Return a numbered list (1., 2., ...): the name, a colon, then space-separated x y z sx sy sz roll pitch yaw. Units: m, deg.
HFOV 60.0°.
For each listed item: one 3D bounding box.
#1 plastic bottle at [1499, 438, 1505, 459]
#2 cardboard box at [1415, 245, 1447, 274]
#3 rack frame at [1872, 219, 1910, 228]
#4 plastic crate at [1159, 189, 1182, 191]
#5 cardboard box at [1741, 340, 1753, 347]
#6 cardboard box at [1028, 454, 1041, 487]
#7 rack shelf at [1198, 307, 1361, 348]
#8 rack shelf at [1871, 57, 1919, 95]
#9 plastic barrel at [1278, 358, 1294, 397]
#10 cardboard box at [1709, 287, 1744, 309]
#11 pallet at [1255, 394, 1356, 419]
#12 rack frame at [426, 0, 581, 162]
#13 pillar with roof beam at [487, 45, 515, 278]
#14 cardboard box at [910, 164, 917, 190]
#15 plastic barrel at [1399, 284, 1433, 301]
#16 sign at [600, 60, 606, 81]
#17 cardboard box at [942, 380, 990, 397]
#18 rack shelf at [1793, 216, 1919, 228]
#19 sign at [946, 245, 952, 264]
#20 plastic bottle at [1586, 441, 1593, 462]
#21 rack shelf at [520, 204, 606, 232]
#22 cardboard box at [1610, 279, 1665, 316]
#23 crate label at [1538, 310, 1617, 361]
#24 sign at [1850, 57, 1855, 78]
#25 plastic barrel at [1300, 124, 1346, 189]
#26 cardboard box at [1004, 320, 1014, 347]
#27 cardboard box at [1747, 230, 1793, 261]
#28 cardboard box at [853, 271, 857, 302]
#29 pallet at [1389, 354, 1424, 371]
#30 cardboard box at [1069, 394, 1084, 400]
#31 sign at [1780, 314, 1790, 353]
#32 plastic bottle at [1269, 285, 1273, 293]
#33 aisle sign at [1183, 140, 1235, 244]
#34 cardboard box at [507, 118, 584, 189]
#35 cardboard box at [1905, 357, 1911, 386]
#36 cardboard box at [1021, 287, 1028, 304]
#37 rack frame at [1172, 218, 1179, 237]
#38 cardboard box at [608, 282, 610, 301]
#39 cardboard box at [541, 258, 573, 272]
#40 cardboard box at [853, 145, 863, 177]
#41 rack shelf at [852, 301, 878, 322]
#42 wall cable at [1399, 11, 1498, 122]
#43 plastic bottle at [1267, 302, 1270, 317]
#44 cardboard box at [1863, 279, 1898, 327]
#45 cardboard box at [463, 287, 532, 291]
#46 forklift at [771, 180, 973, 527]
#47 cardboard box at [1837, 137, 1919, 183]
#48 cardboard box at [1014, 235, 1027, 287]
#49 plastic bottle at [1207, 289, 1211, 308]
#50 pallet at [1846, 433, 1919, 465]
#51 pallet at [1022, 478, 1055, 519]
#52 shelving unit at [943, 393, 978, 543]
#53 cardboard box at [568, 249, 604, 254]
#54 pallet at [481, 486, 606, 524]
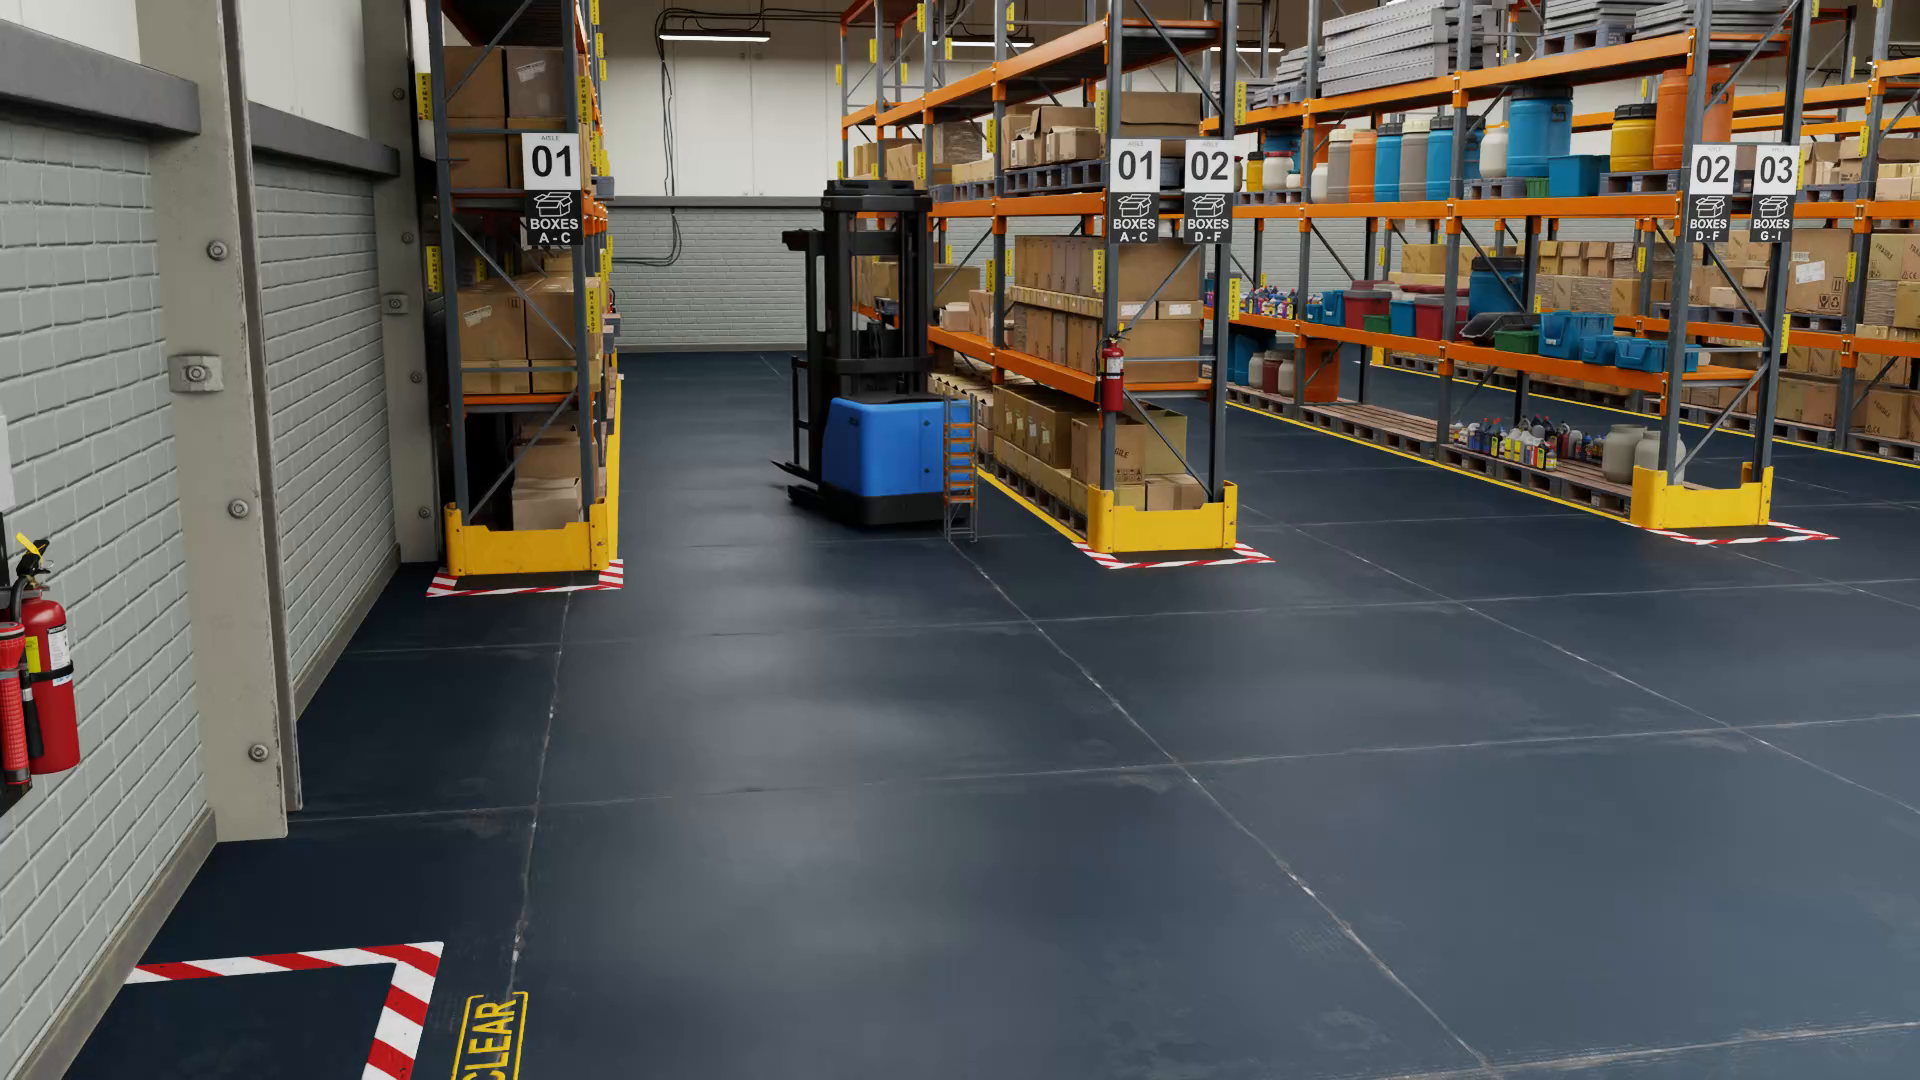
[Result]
1. plastic bottle: 5.522 -0.930 16.866 0.097 0.201 0.097 0 11 0
2. cardboard box: 8.260 -4.876 28.893 0.500 0.500 0.500 -2 11 -13
3. rack frame: 17.948 -5.080 32.365 1.000 3.000 0.127 -2 11 -11
4. plastic crate: 3.396 -5.692 27.725 0.504 0.338 0.767 -2 11 -11
5. cardboard box: 13.477 -3.347 28.170 0.380 0.149 0.250 -2 11 -10
6. cardboard box: 0.924 -0.643 15.286 0.500 0.250 0.500 -2 11 -11
7. rack shelf: 4.536 -3.086 23.810 1.077 0.370 4.000 -2 11 -11
8. rack shelf: 10.950 -4.744 16.487 1.077 0.370 4.000 -2 11 -11
9. plastic barrel: 4.615 -2.246 23.004 0.421 0.512 0.421 0 11 0
10. cardboard box: 9.884 -3.069 21.078 0.500 0.250 0.500 -2 11 -13
11. pallet: 4.731 -1.846 22.828 1.003 0.211 1.213 -2 11 -11
12. rack frame: -3.237 -4.192 11.653 1.000 3.000 0.127 -2 11 -11
13. pillar with roof beam: -2.333 -6.646 24.548 9.100 9.000 0.400 -2 11 -11
14. cardboard box: -0.152 -4.588 21.489 0.910 0.500 0.500 -2 11 -11
15. plastic barrel: 5.505 -2.803 20.036 0.433 0.535 0.433 0 11 0
16. sign: -5.814 -7.641 27.066 0.100 0.325 0.005 -2 11 -11
17. cardboard box: 0.086 -1.728 19.481 0.500 0.311 0.500 -2 11 -13
18. rack shelf: 14.279 -4.901 25.327 1.077 0.370 4.000 -2 11 -11
19. sign: -0.169 -4.216 24.729 0.100 0.325 0.005 -2 11 -11
20. plastic bottle: 6.328 -0.890 16.656 0.097 0.201 0.097 0 11 0
21. rack shelf: -5.182 -4.199 21.637 1.077 0.370 4.000 -2 11 -11
22. cardboard box: 9.444 -3.383 23.181 0.500 0.500 0.500 -2 11 -9
23. crate label: 5.857 -1.950 15.826 0.502 0.435 0.616 -2 11 -11
24. sign: 14.433 -7.653 26.915 0.100 0.325 0.005 -2 11 -11
25. plastic barrel: 4.817 -5.067 22.004 0.600 0.830 0.708 -2 11 -11
26. cardboard box: 0.705 -2.174 17.499 0.500 0.250 0.500 -1 11 -7
27. cardboard box: 13.533 -4.911 27.738 0.500 0.500 0.500 -3 11 -13
28. cardboard box: -1.463 -4.132 27.114 0.500 0.500 0.500 -2 11 -11
29. pallet: 8.459 -3.206 29.976 1.003 0.211 1.213 -2 11 -11
30. cardboard box: 1.335 -1.122 15.796 0.500 0.500 0.500 -2 11 -11
31. sign: 7.021 -1.760 14.182 0.100 0.325 0.005 -2 11 -11
32. plastic bottle: 4.647 -3.625 24.852 0.144 0.351 0.185 -2 11 -11
33. aisle sign: 1.934 -2.702 12.916 0.394 0.787 0.004 -2 11 -11
34. cardboard box: -3.057 -2.848 12.293 0.500 0.500 0.500 -2 11 -10
35. cardboard box: 14.284 -2.504 24.391 0.500 0.500 0.500 -2 11 -11
36. cardboard box: 0.806 -2.377 16.162 0.380 0.149 0.250 -2 11 -13
37. rack frame: 3.369 -4.540 29.525 1.000 3.000 0.127 -2 11 -11
38. cardboard box: -6.240 -4.233 27.114 0.980 0.700 0.700 -2 11 -8
39. cardboard box: -4.619 -3.175 19.178 0.380 0.149 0.250 -4 12 -21
40. cardboard box: -1.360 -6.186 27.209 0.700 0.500 0.500 -2 11 -11
41. rack shelf: -1.102 -3.640 26.722 1.077 0.370 4.000 -2 11 -11
42. wall cable: 10.508 -10.410 35.717 2.277 5.999 0.120 -2 11 -11
43. plastic bottle: 4.284 -3.187 22.949 0.097 0.201 0.097 0 11 0
44. cardboard box: 10.588 -2.629 18.425 0.875 0.500 0.500 -2 11 -11
45. cardboard box: -3.626 -1.721 13.057 0.500 0.500 0.500 -2 11 -10
46. forklift: -0.959 -1.787 15.246 1.130 2.935 3.031 -5 12 -24
47. cardboard box: 10.567 -4.339 19.050 0.797 0.503 0.637 -3 11 -14
48. cardboard box: 0.936 -2.765 16.462 0.700 0.500 0.500 -2 11 -11
49. plastic bottle: 3.800 -3.666 25.246 0.061 0.283 0.133 -2 11 -11
50. pallet: 10.726 -1.027 18.528 1.003 0.211 1.213 -2 11 -11
51. pallet: 1.198 -0.418 15.327 1.003 0.211 1.213 -2 11 -11
52. shelving unit: 0.003 -0.587 13.570 0.258 1.200 0.189 -2 11 -11
53. cardboard box: -5.139 -3.849 22.773 0.500 0.250 0.500 -2 11 -10
54. pallet: -3.609 -0.262 14.511 1.003 0.211 1.213 -2 11 -11
